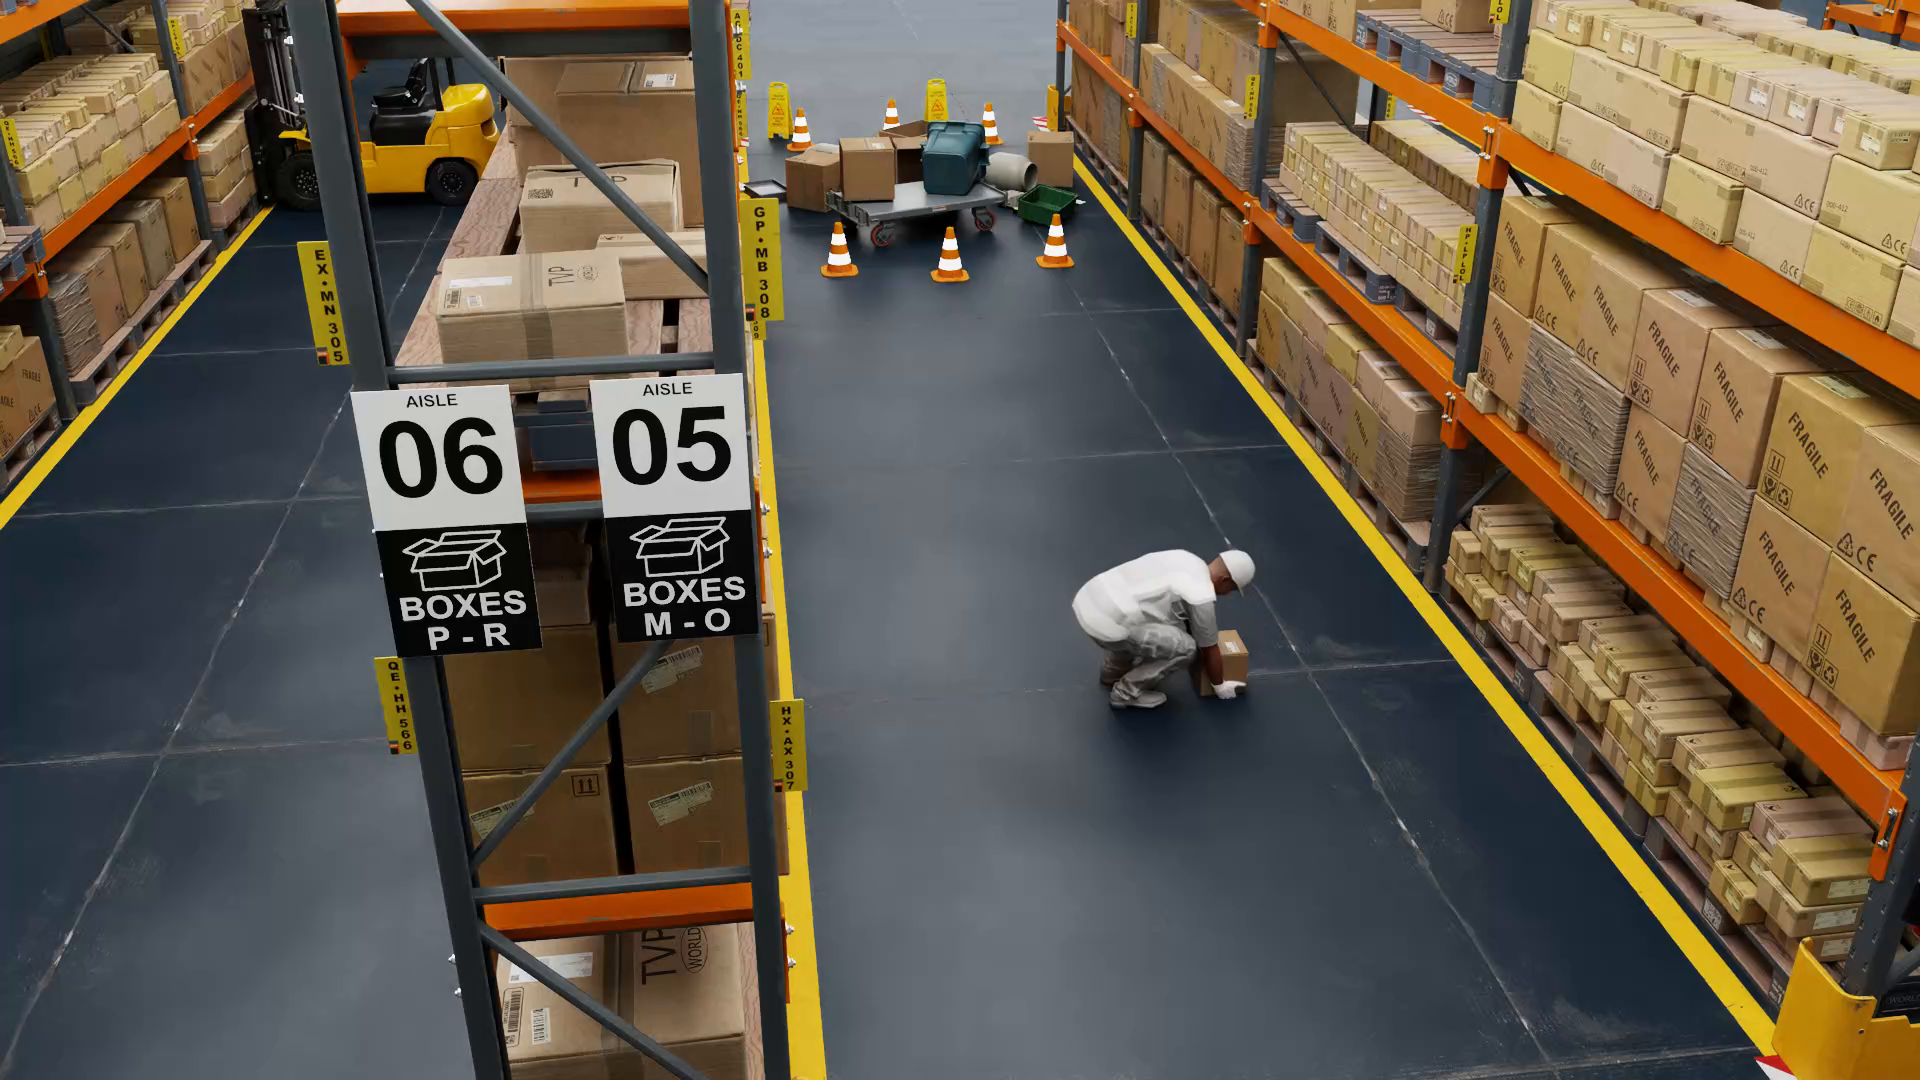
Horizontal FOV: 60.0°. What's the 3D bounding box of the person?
[{"bbox_3d":[1.080,0.454,8.837,0.971,0.809,0.560,-4,27,-8],"label":"person"}]
